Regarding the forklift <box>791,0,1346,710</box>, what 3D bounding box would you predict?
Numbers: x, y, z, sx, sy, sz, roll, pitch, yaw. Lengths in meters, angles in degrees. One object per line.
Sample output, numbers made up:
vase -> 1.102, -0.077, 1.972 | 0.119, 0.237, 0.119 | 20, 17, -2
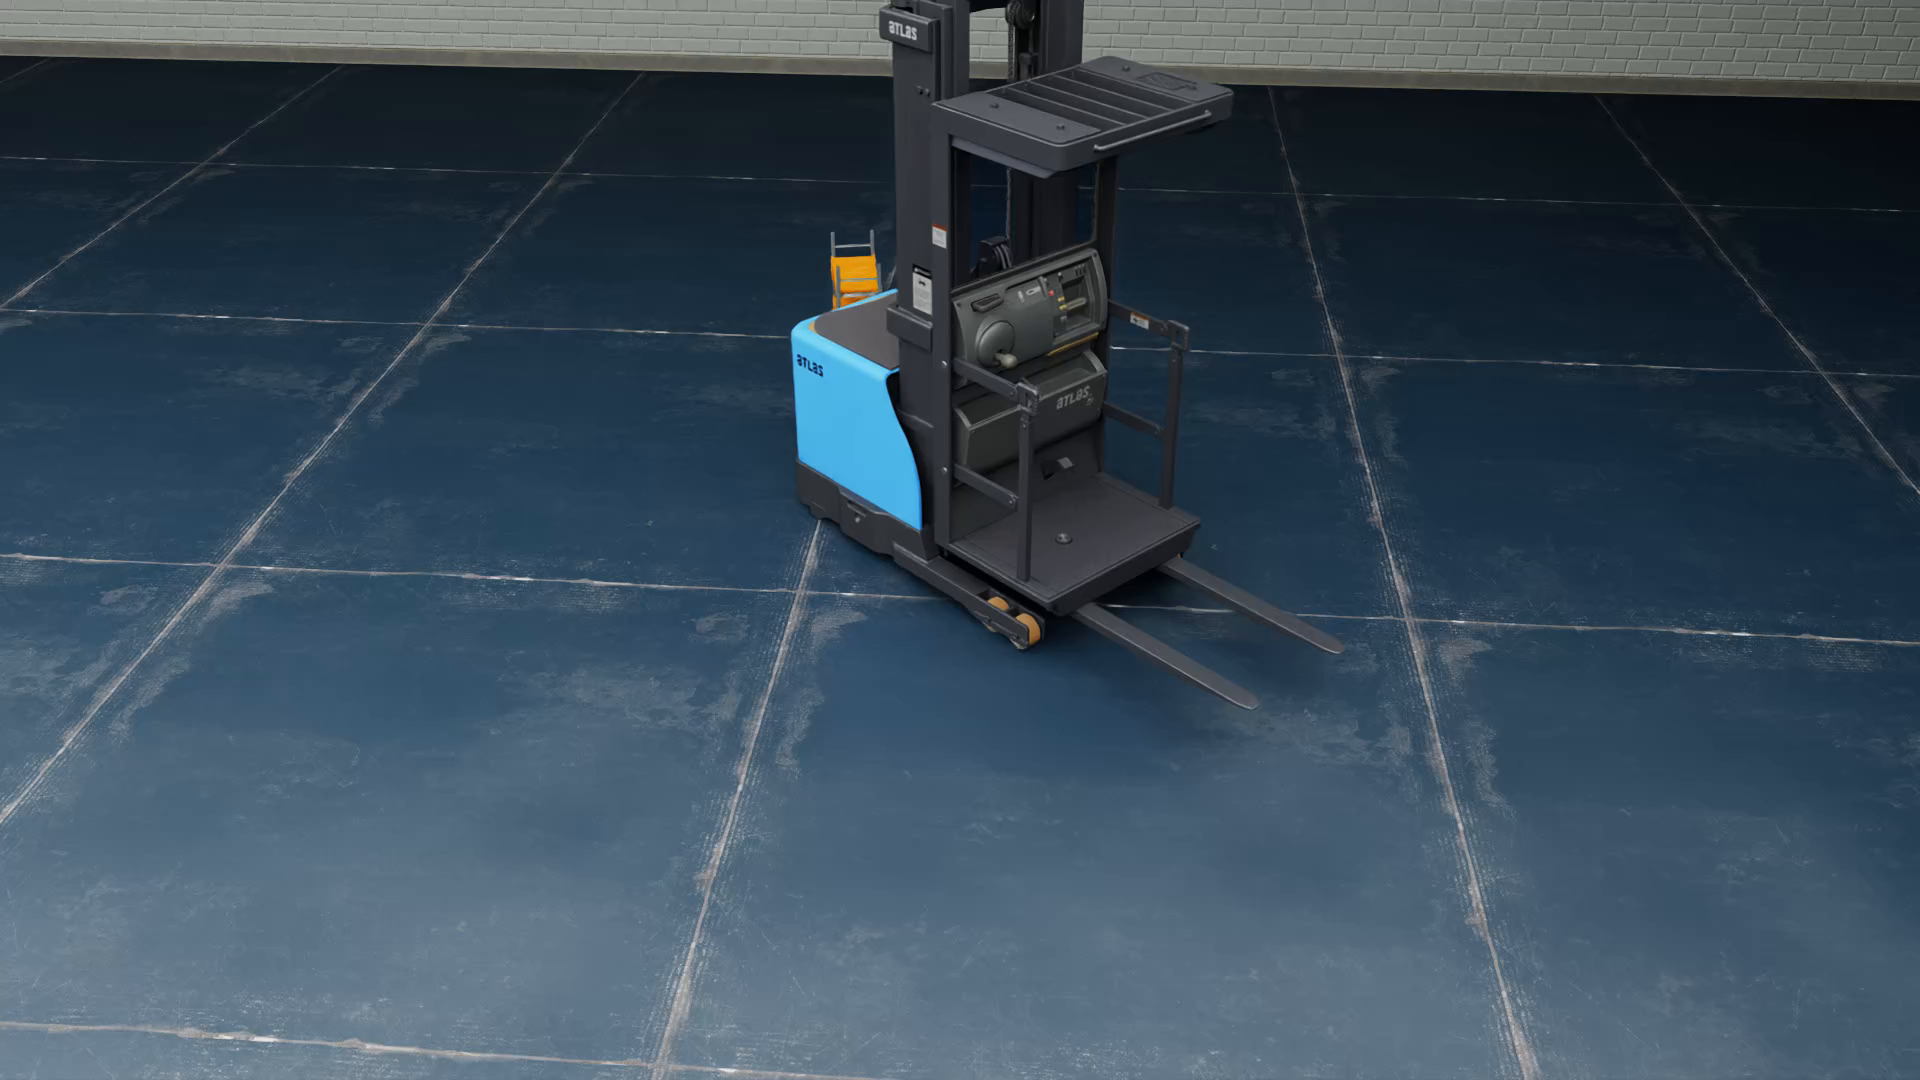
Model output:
forklift -> 0.483, -1.033, 7.633 | 1.130, 2.935, 3.031 | -26, 40, -35

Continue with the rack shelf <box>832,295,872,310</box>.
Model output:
rack shelf -> -0.570, -1.211, 9.273 | 0.258, 0.148, 0.480 | -4, 32, -6

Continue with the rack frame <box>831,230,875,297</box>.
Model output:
rack frame -> -0.599, -1.204, 9.561 | 0.240, 1.200, 0.015 | -4, 32, -6

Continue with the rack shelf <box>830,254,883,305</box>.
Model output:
rack shelf -> -0.570, -1.412, 9.148 | 0.258, 0.148, 0.480 | -4, 32, -6

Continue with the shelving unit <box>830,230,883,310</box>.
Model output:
shelving unit -> -0.570, -1.077, 9.355 | 0.258, 1.200, 0.503 | -4, 32, -6

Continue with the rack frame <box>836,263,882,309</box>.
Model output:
rack frame -> -0.540, -0.950, 9.148 | 0.240, 1.200, 0.015 | -4, 32, -6
